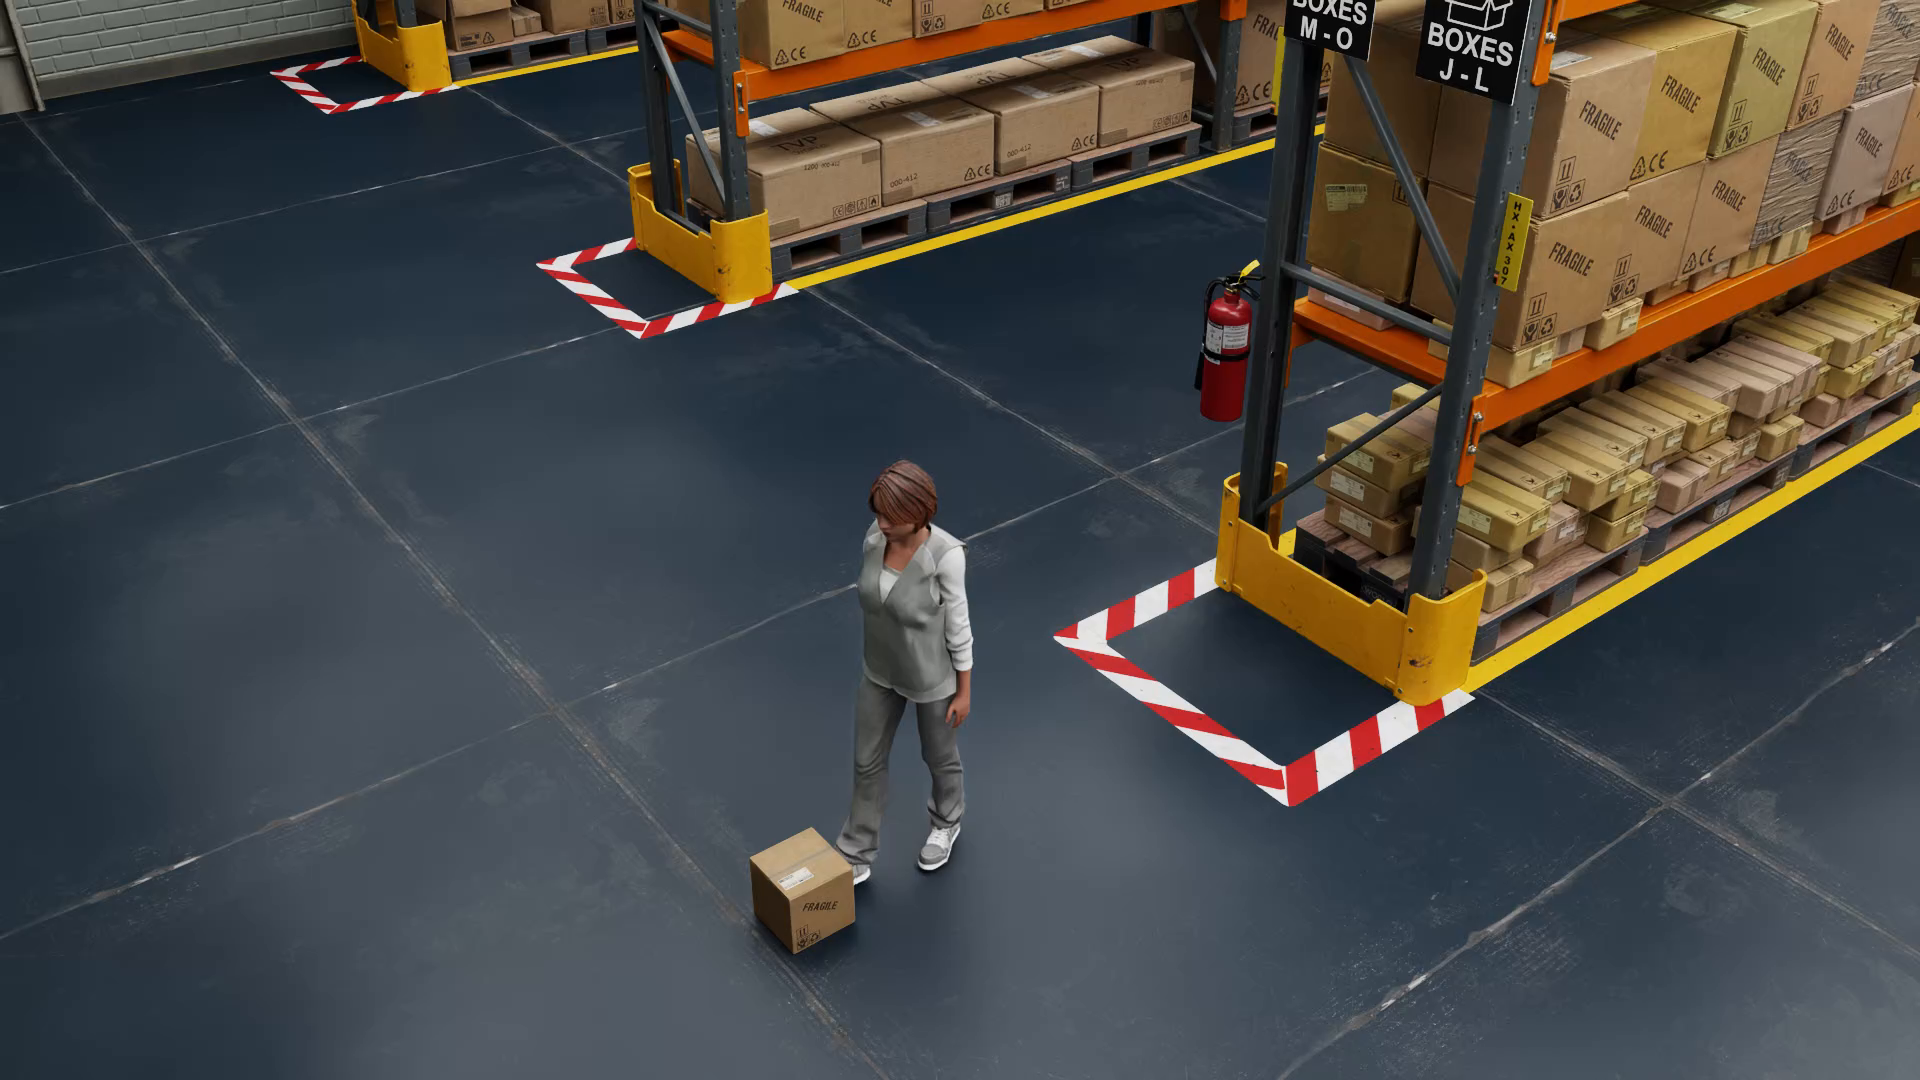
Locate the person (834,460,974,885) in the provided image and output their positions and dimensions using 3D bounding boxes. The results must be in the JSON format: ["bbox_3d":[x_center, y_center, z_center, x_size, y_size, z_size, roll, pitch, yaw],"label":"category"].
[{"bbox_3d":[-0.204,0.494,5.360,0.429,1.590,0.657,19,37,27],"label":"person"}]
